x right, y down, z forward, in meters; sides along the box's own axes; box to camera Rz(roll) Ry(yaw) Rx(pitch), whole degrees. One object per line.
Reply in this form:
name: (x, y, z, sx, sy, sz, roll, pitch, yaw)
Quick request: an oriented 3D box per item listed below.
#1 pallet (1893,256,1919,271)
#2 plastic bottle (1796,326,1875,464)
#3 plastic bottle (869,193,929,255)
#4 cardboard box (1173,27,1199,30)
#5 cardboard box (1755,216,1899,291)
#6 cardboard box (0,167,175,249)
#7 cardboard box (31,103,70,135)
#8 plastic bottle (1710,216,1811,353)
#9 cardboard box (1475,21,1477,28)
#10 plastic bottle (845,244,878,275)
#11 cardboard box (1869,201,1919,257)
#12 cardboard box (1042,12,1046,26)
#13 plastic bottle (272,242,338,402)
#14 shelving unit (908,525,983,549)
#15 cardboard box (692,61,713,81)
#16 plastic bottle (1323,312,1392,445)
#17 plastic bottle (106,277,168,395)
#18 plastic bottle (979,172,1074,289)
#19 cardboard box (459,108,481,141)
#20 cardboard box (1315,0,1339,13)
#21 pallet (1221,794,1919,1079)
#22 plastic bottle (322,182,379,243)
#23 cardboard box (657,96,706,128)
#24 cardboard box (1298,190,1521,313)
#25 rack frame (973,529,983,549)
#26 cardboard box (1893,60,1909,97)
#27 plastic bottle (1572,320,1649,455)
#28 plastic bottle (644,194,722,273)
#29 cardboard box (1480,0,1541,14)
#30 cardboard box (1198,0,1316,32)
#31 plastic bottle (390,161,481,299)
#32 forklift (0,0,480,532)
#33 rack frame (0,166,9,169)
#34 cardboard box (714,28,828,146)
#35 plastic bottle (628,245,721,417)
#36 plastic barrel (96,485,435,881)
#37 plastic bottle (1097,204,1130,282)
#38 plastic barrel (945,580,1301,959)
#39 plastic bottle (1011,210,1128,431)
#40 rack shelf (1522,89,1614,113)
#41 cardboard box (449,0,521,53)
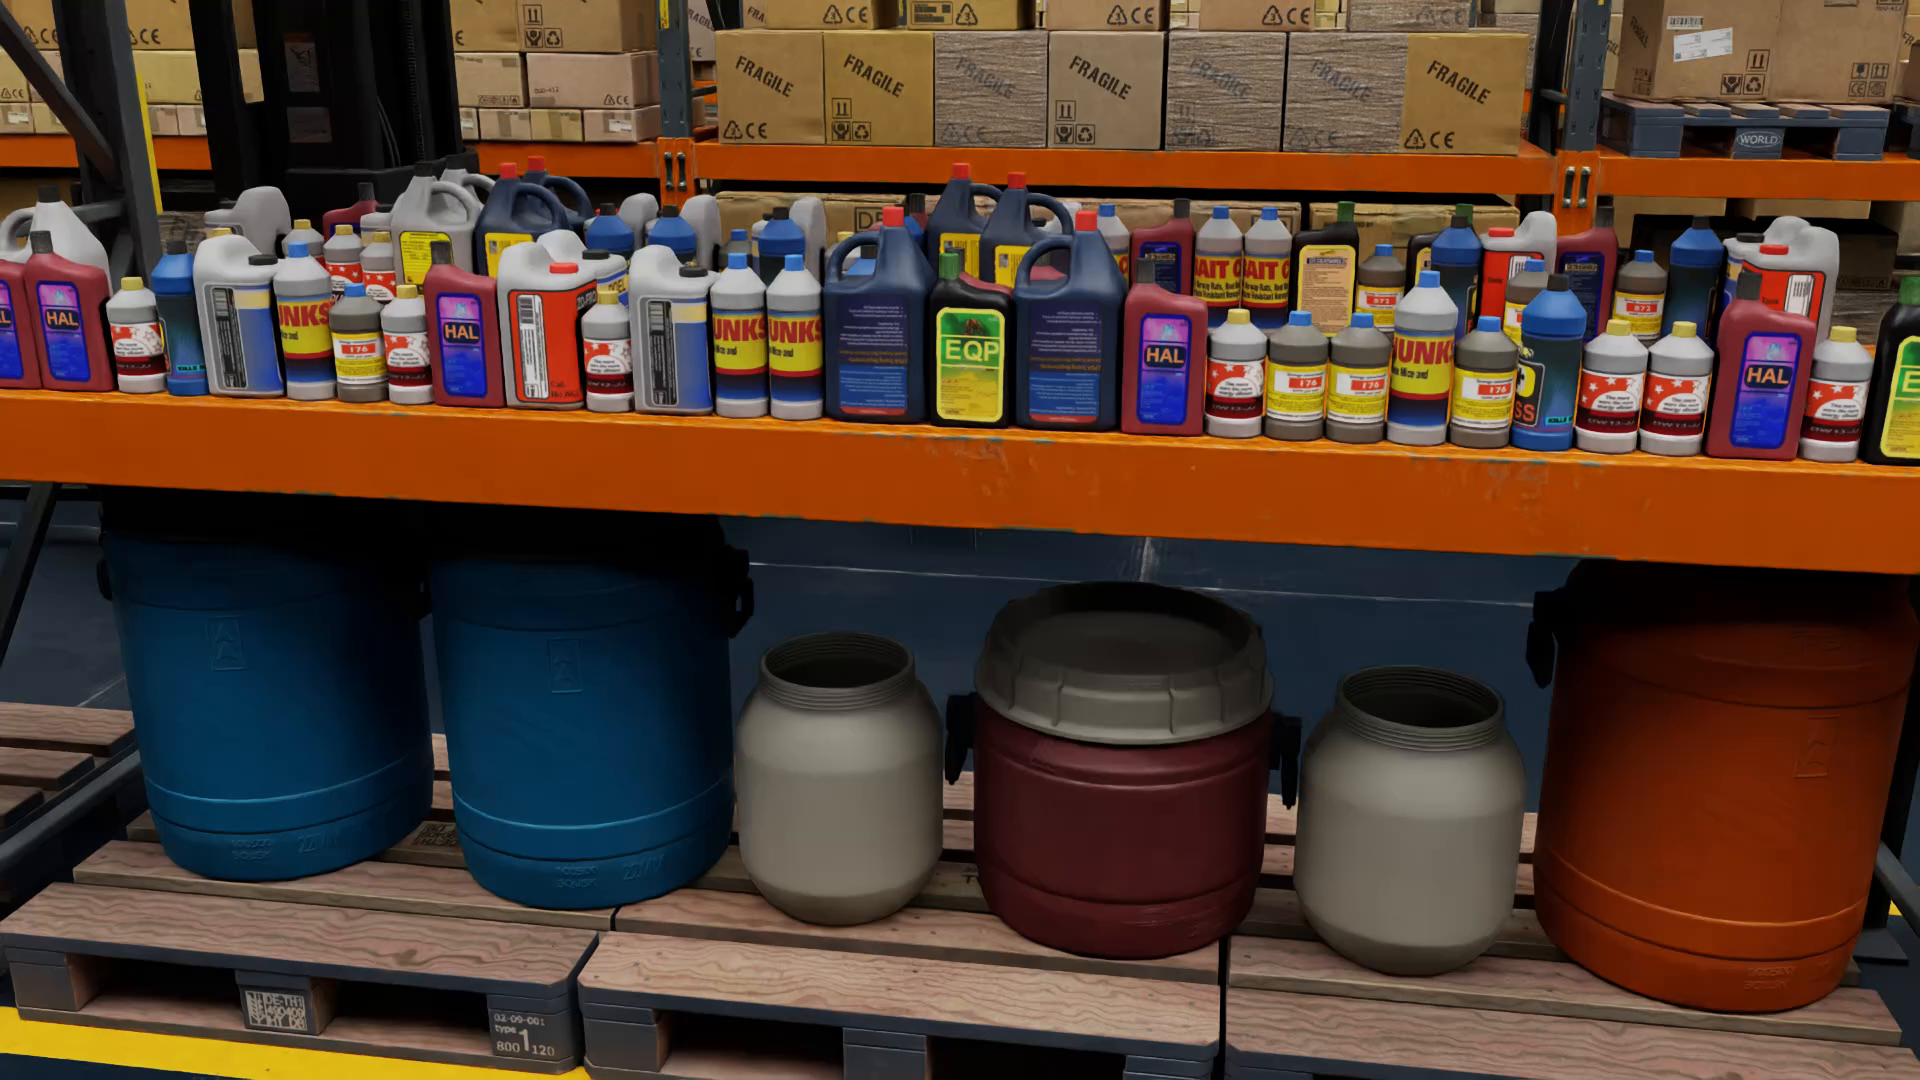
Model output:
pallet: (6.775, -2.016, 11.994, 1.213, 0.211, 1.003, 3, 19, 9)
plastic bottle: (1.349, -0.228, 2.569, 0.097, 0.201, 0.097, 0, 18, 0)
plastic bottle: (-0.125, -0.591, 3.527, 0.133, 0.283, 0.061, 3, 19, 9)
cardboard box: (1.260, -2.182, 7.940, 0.500, 0.500, 0.500, 3, 19, 8)
cardboard box: (3.905, -1.306, 7.544, 0.500, 0.250, 0.500, 5, 19, 15)
cardboard box: (-4.541, -1.562, 8.932, 0.875, 0.875, 0.875, 3, 19, 9)
cardboard box: (0.624, -0.460, 2.794, 11.691, 0.500, 10.414, 2, 19, 7)
plastic bottle: (1.551, -0.488, 3.229, 0.135, 0.276, 0.152, 3, 19, 9)
cardboard box: (5.113, -5.032, 16.350, 0.250, 0.149, 0.380, 2, 19, 5)
plastic bottle: (-0.157, -0.384, 2.926, 0.097, 0.271, 0.097, 0, 18, 0)
cardboard box: (6.922, -2.458, 11.806, 0.750, 0.750, 1.050, 3, 19, 8)
cardboard box: (0.734, -3.744, 12.032, 0.250, 0.149, 0.380, 2, 19, 6)
plastic bottle: (-1.154, -0.388, 2.939, 0.097, 0.271, 0.097, 0, 18, 0)
shelving unit: (-0.053, -0.501, 6.145, 0.252, 1.050, 0.215, 3, 19, 9)
cardboard box: (-1.961, -3.613, 12.769, 0.250, 0.149, 0.380, 3, 19, 8)
plastic bottle: (0.641, -0.264, 2.677, 0.097, 0.201, 0.097, 0, 18, 0)
plastic bottle: (-1.479, -0.372, 3.000, 0.097, 0.201, 0.097, 0, 18, 0)
plastic bottle: (0.134, -0.548, 3.291, 0.185, 0.351, 0.144, 3, 19, 9)
cardboard box: (-2.351, -2.009, 7.976, 0.250, 0.149, 0.380, 3, 19, 10)
cardboard box: (2.537, -3.794, 11.711, 0.250, 0.149, 0.380, 4, 19, 10)
pallet: (1.142, 0.872, 3.364, 1.213, 0.211, 1.003, 3, 19, 9)
plastic bottle: (-1.346, -0.654, 3.713, 0.133, 0.283, 0.061, 3, 19, 9)
cardboard box: (-1.476, -2.177, 8.477, 0.250, 0.149, 0.380, 3, 19, 9)
cardboard box: (2.035, -1.208, 7.873, 0.875, 0.875, 1.225, 2, 19, 6)
rack frame: (0.068, -0.494, 6.126, 0.008, 1.050, 0.200, 3, 19, 9)
cardboard box: (4.402, -2.111, 7.436, 0.258, 0.266, 0.396, 2, 19, 7)
plastic bottle: (1.025, -0.244, 2.618, 0.097, 0.201, 0.097, 0, 18, 0)
plastic bottle: (-0.590, -0.597, 3.555, 0.135, 0.276, 0.152, 3, 19, 9)
cardboard box: (4.041, -4.020, 11.857, 0.500, 0.500, 0.700, 3, 19, 8)
cardboard box: (1.351, -2.574, 7.530, 0.637, 0.503, 0.797, 3, 19, 10)
plastic bottle: (-1.085, -0.613, 3.484, 0.185, 0.351, 0.144, 3, 19, 9)
forklift: (-2.648, -1.460, 6.046, 3.031, 2.935, 1.130, 2, 19, 4)
rack frame: (-5.185, -2.379, 8.686, 0.053, 2.616, 0.949, 3, 19, 9)
cardboard box: (-0.822, -2.122, 7.762, 0.500, 0.500, 0.500, 3, 19, 9)
plastic bottle: (-0.482, -0.365, 2.862, 0.135, 0.276, 0.152, 3, 19, 9)
plastic barrel: (-1.487, 0.204, 3.612, 0.708, 0.901, 0.600, 3, 19, 9)
plastic bottle: (0.301, -0.558, 3.447, 0.097, 0.271, 0.097, 0, 18, 0)
plastic barrel: (0.327, 0.445, 3.385, 0.708, 0.588, 0.600, 3, 19, 9)
plastic bottle: (0.181, -0.365, 2.746, 0.185, 0.351, 0.144, 3, 19, 9)
rack shelf: (5.574, -3.082, 11.921, 4.000, 0.370, 1.077, 3, 19, 9)
cardboard box: (-2.227, -2.568, 7.836, 0.500, 0.500, 0.500, 3, 19, 9)
